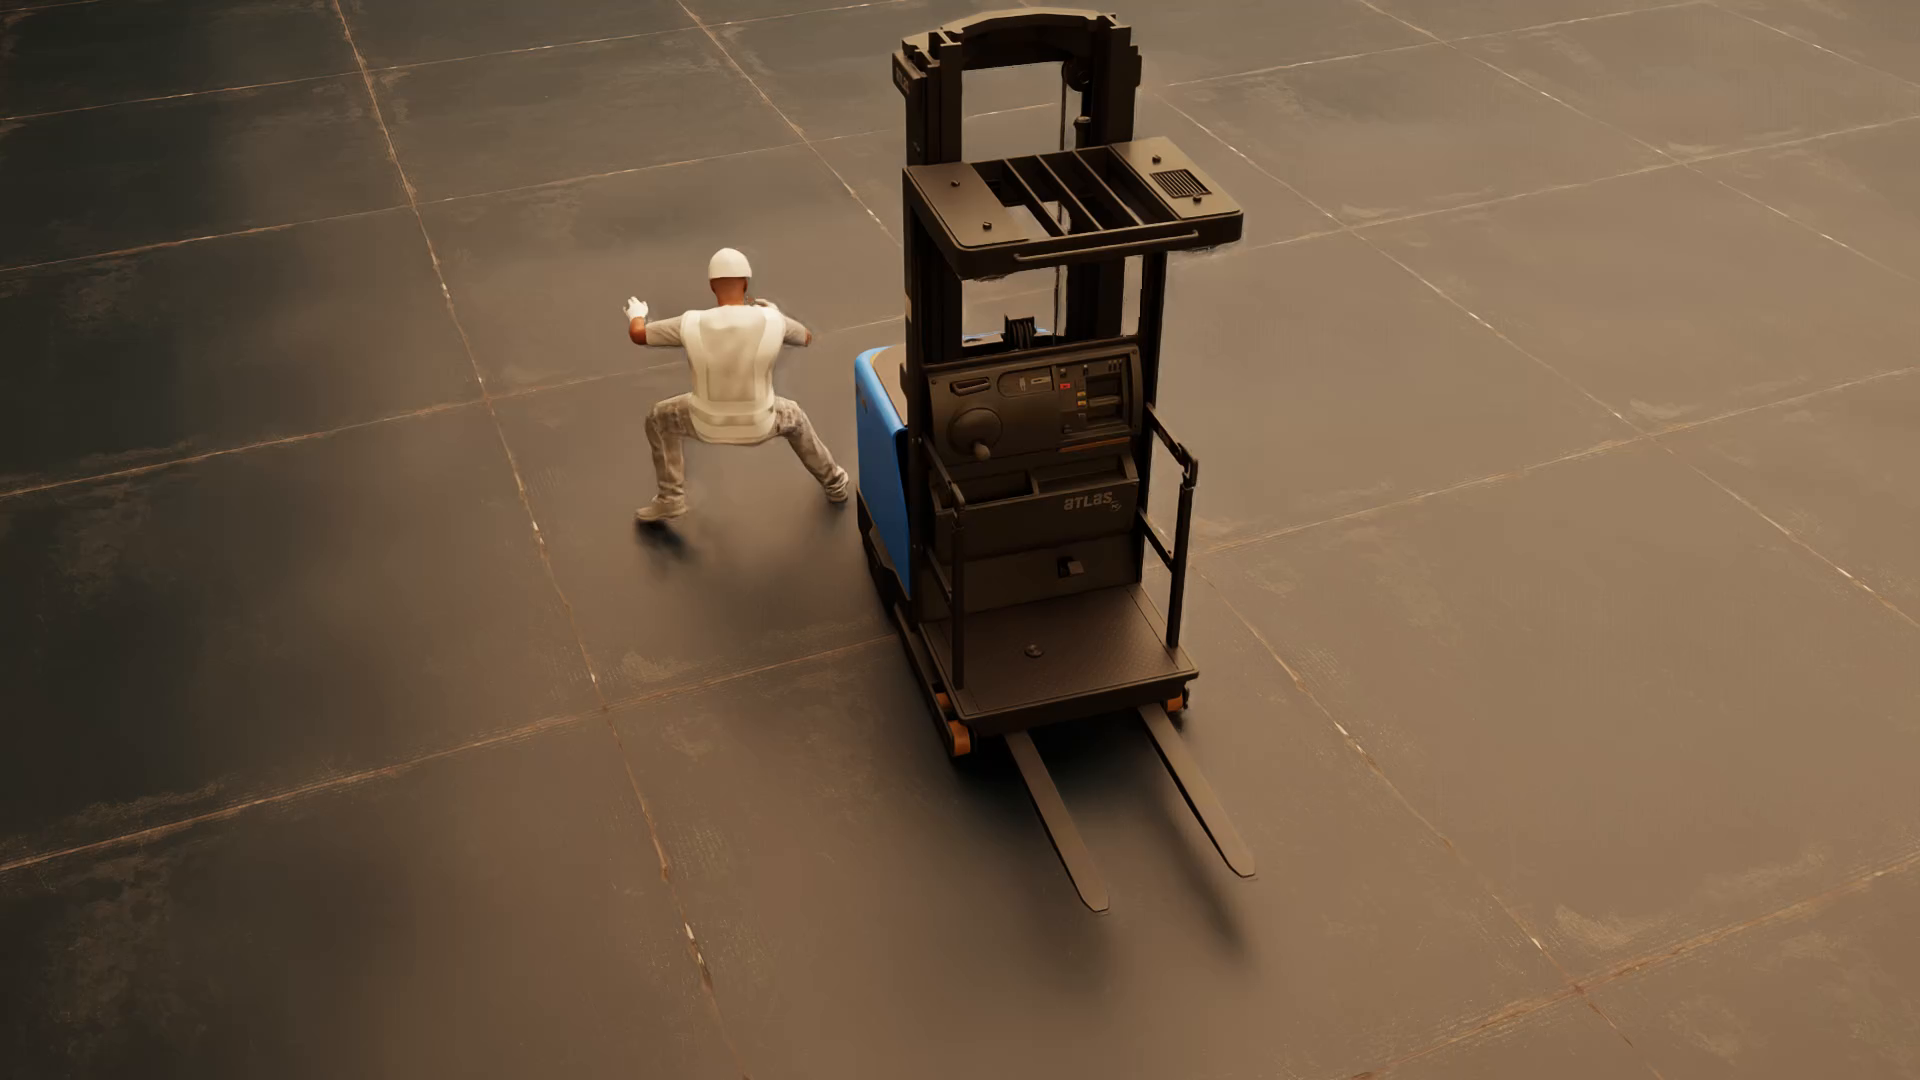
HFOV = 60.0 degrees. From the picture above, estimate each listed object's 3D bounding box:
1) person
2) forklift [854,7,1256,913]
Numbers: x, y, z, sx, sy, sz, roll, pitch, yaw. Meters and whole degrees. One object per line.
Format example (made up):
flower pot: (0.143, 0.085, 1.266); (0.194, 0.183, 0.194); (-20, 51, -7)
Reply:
person: (-1.151, -0.789, 8.415); (1.132, 1.527, 0.737); (-3, 36, -5)
forklift: (0.387, -0.505, 6.808); (1.130, 2.935, 3.031); (-10, 37, -14)
